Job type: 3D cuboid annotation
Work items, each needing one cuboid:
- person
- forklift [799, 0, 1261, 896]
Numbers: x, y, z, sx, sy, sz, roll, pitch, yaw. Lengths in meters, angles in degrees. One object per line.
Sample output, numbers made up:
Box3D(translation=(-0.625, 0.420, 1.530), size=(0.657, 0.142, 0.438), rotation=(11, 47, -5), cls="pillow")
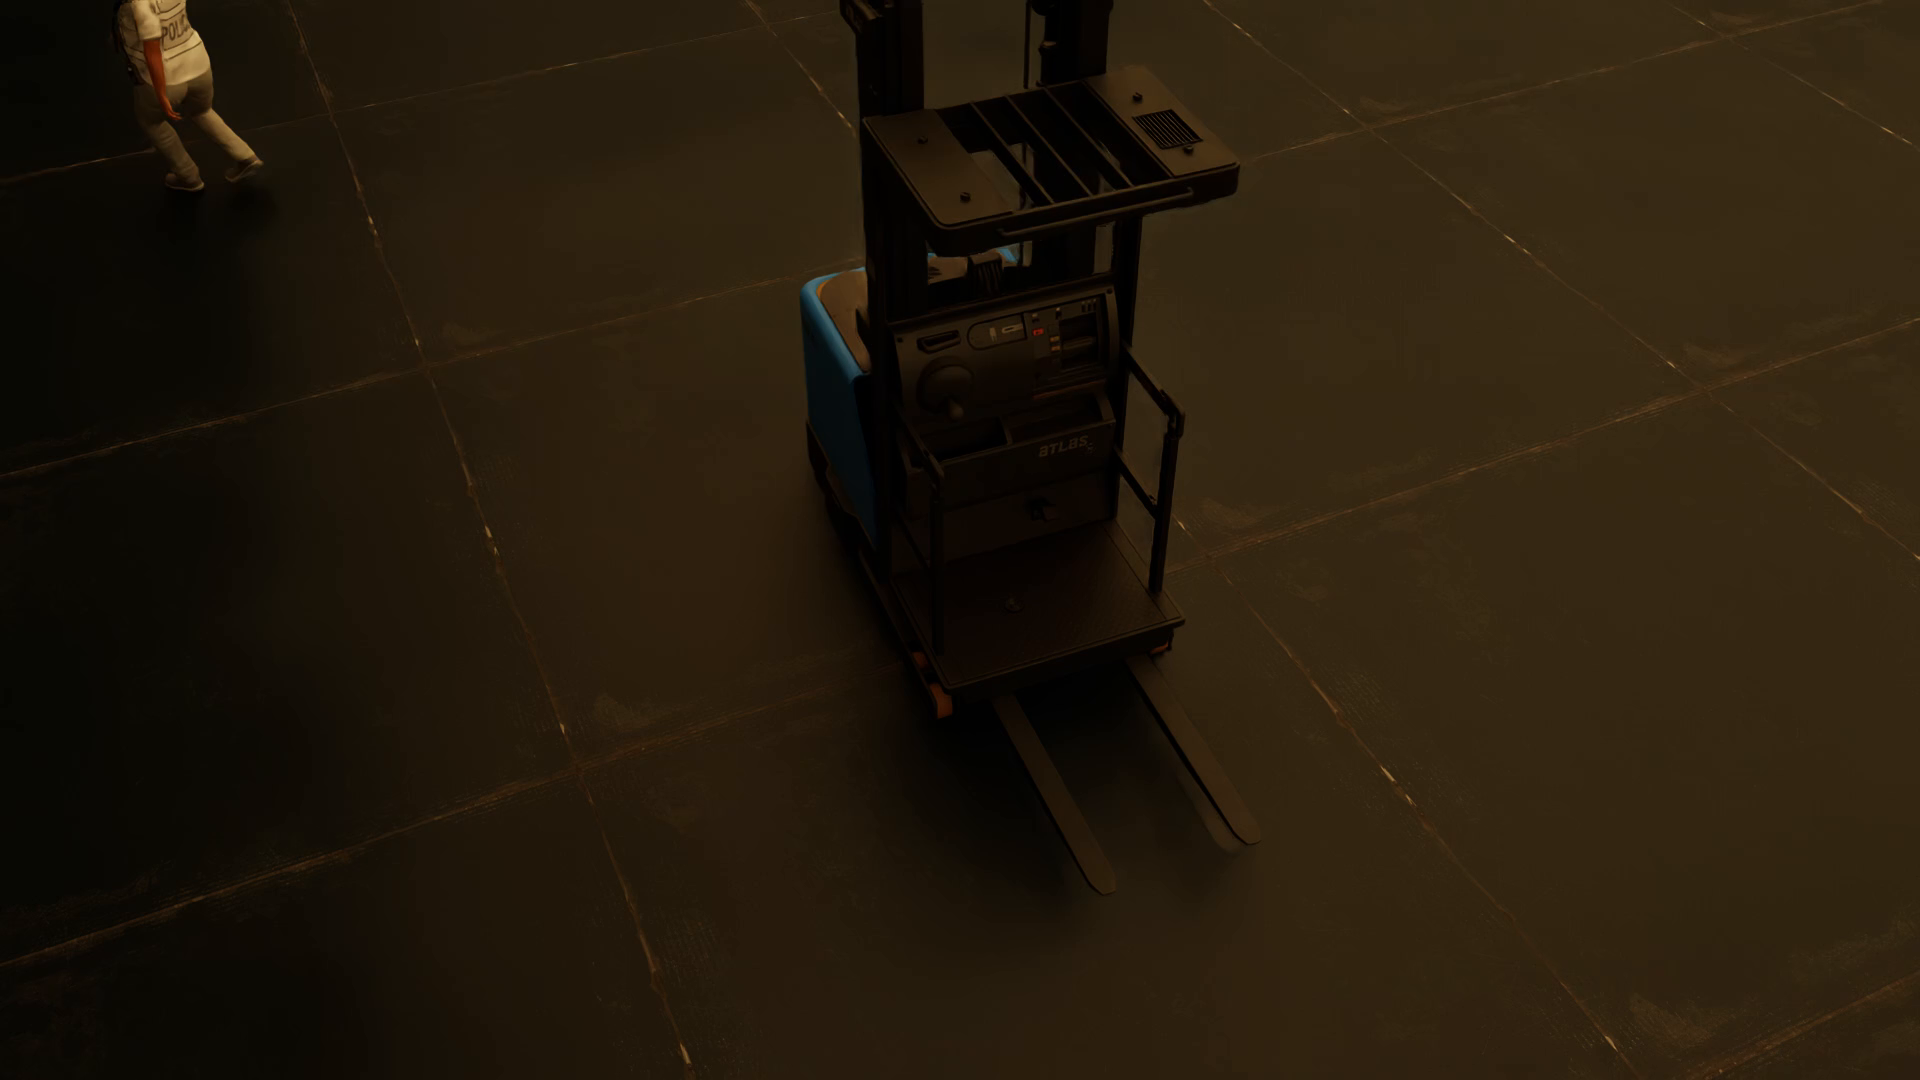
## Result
Box3D(translation=(-4.553, -2.695, 9.559), size=(0.671, 1.596, 0.583), rotation=(21, 47, 21), cls="person")
Box3D(translation=(0.272, -0.647, 6.373), size=(1.130, 2.935, 3.031), rotation=(-15, 45, -16), cls="forklift")
